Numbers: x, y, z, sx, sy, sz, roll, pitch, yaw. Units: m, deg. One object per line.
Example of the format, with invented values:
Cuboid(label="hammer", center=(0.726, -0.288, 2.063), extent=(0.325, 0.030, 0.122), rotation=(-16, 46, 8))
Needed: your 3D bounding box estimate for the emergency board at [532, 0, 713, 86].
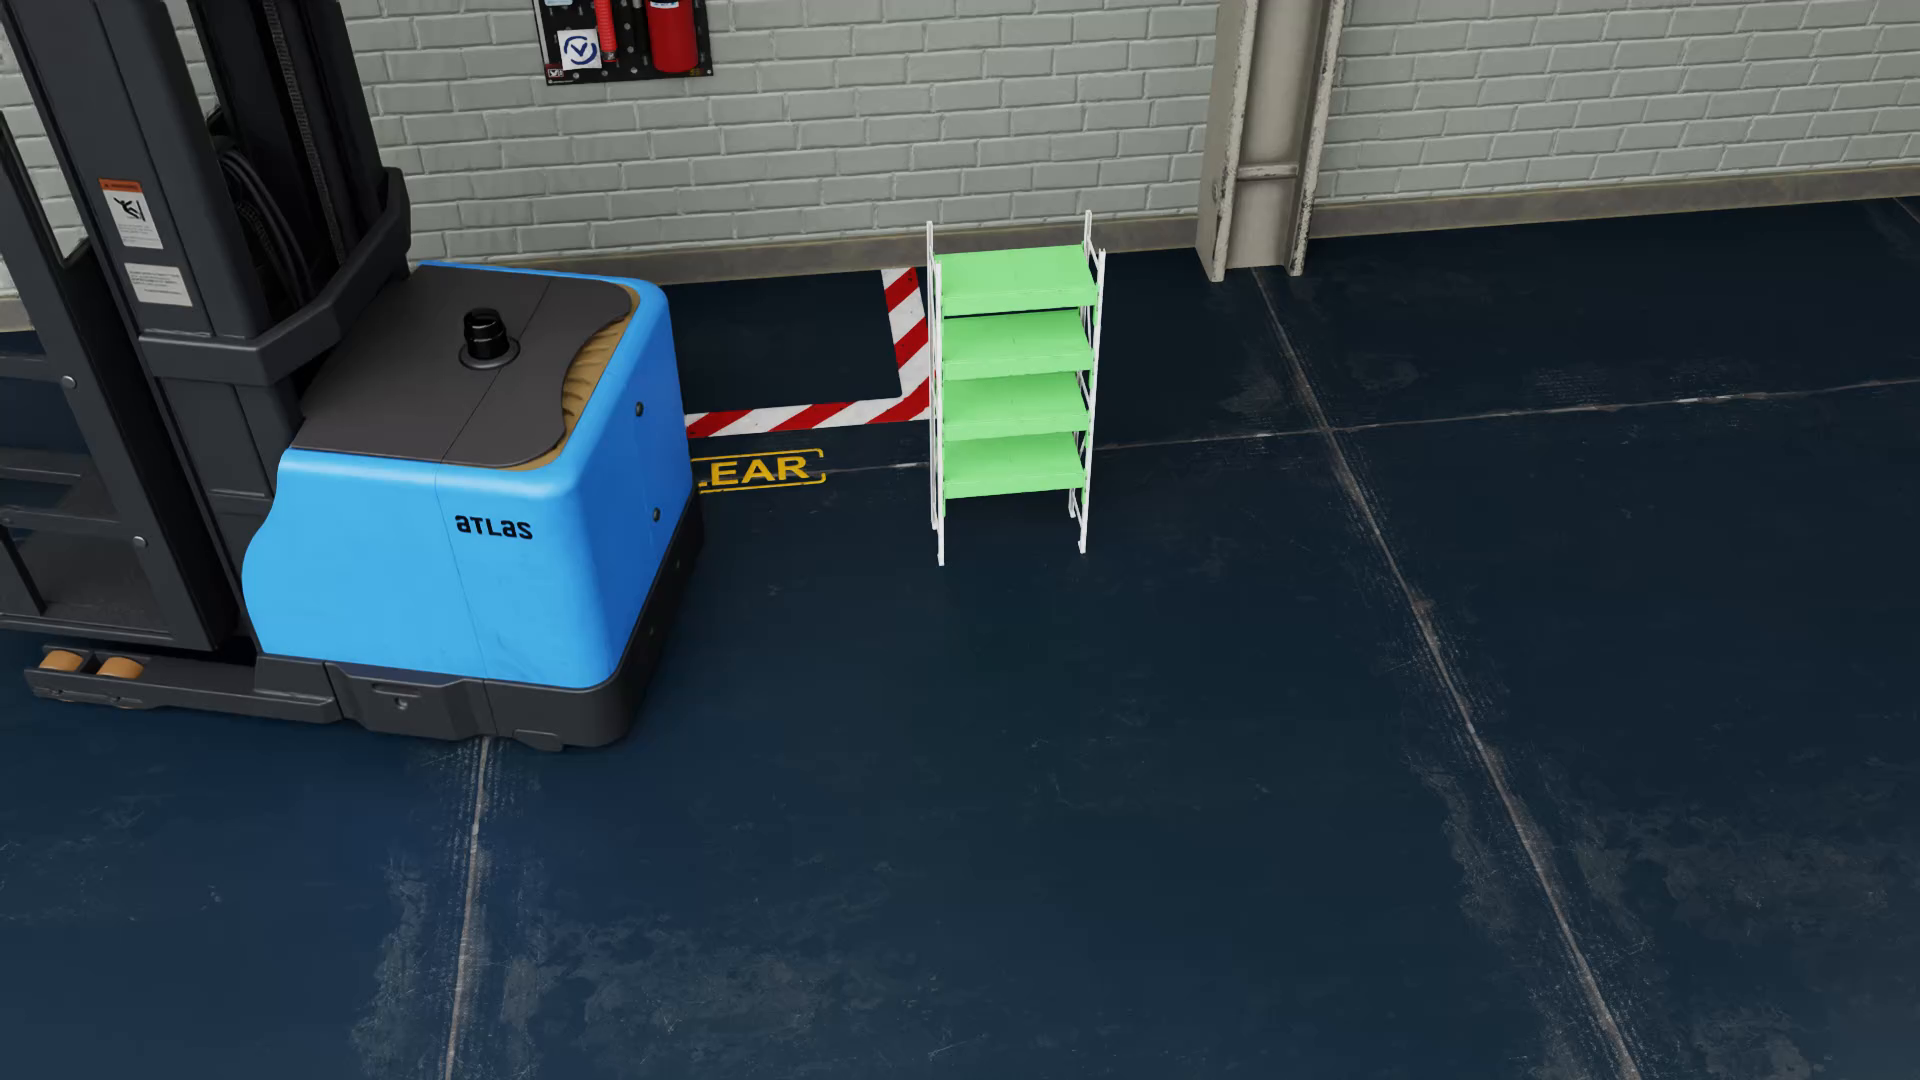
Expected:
Cuboid(label="emergency board", center=(-1.232, -2.123, 5.864), extent=(0.643, 1.169, 0.194), rotation=(-5, 42, -6))

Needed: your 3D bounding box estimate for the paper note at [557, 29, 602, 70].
Cuboid(label="paper note", center=(-1.416, -1.826, 6.193), extent=(0.142, 0.148, 0.016), rotation=(-5, 42, -6))

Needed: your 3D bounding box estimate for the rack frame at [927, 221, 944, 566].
Cuboid(label="rack frame", center=(-0.078, -0.439, 5.341), extent=(0.015, 1.200, 0.240), rotation=(-5, 42, -6))

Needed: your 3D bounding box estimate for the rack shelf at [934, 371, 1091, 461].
Cuboid(label="rack shelf", center=(0.164, -0.412, 5.407), extent=(0.480, 0.148, 0.258), rotation=(-5, 42, -6))

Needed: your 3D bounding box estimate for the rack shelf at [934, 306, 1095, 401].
Cuboid(label="rack shelf", center=(0.164, -0.591, 5.246), extent=(0.480, 0.148, 0.258), rotation=(-5, 42, -6))

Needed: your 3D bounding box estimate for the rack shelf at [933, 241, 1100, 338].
Cuboid(label="rack shelf", center=(0.164, -0.769, 5.085), extent=(0.480, 0.148, 0.258), rotation=(-5, 42, -6))

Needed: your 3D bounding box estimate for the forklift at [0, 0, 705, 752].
Cuboid(label="forklift", center=(-2.428, -0.908, 4.568), extent=(3.031, 2.935, 1.130), rotation=(6, 42, 6))

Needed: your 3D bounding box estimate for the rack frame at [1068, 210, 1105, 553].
Cuboid(label="rack frame", center=(0.406, -0.481, 5.388), extent=(0.015, 1.200, 0.240), rotation=(-5, 42, -6))

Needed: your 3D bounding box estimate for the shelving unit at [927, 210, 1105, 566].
Cuboid(label="shelving unit", center=(0.164, -0.460, 5.364), extent=(0.503, 1.200, 0.258), rotation=(-5, 42, -6))

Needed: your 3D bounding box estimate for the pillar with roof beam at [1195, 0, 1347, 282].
Cuboid(label="pillar with roof beam", center=(1.782, -1.681, 0.895), extent=(0.400, 9.000, 9.100), rotation=(-5, 42, -6))

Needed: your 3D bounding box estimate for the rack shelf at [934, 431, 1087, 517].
Cuboid(label="rack shelf", center=(0.164, -0.234, 5.568), extent=(0.480, 0.148, 0.258), rotation=(-5, 42, -6))
